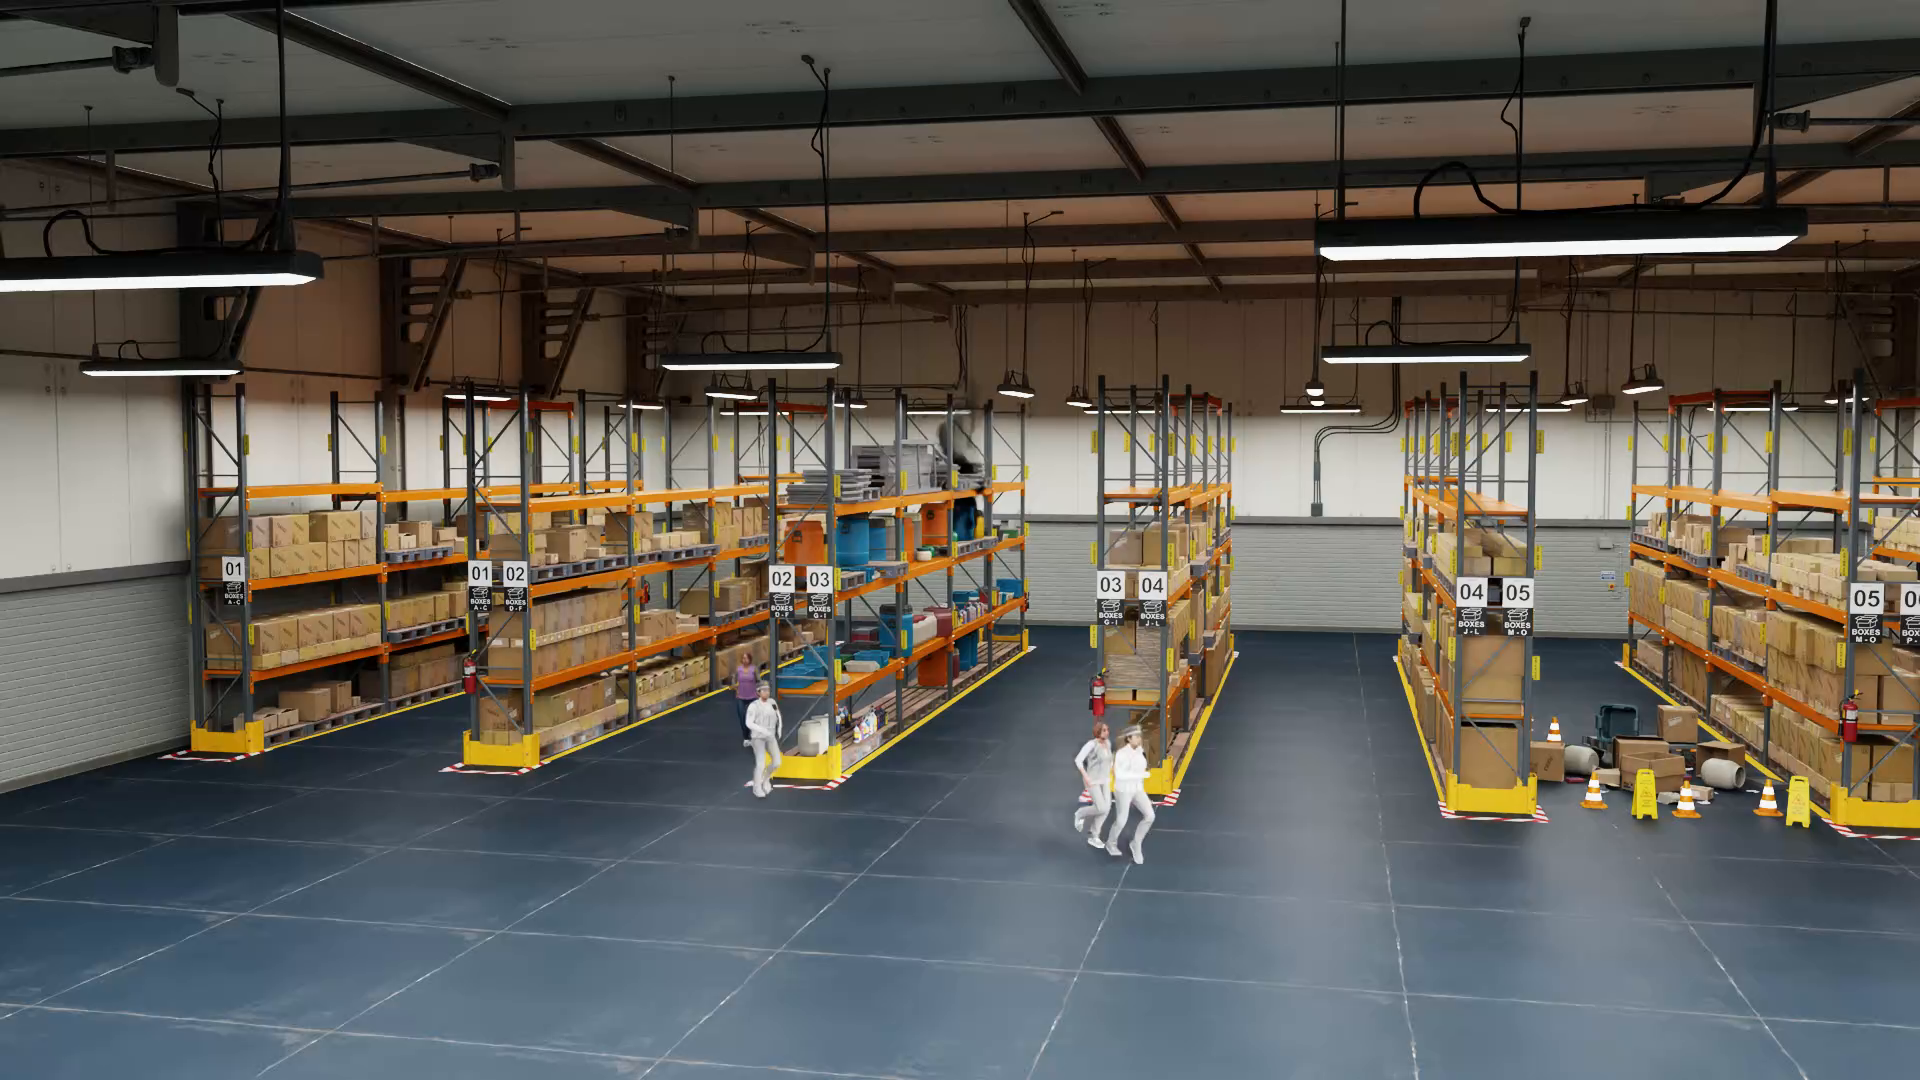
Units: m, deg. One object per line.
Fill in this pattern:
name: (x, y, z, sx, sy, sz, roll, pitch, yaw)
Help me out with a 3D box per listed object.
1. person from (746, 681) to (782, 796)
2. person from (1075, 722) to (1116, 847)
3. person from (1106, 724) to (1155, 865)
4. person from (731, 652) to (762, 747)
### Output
person: (-2.738, 2.814, 23.612, 0.651, 1.658, 0.586, -2, 4, -37)
person: (1.694, 3.043, 20.838, 0.554, 1.559, 0.535, -3, 4, -43)
person: (2.034, 3.020, 19.904, 0.641, 1.685, 0.793, -3, 4, -39)
person: (-3.565, 2.646, 27.798, 0.540, 1.562, 0.545, 0, 3, 1)
